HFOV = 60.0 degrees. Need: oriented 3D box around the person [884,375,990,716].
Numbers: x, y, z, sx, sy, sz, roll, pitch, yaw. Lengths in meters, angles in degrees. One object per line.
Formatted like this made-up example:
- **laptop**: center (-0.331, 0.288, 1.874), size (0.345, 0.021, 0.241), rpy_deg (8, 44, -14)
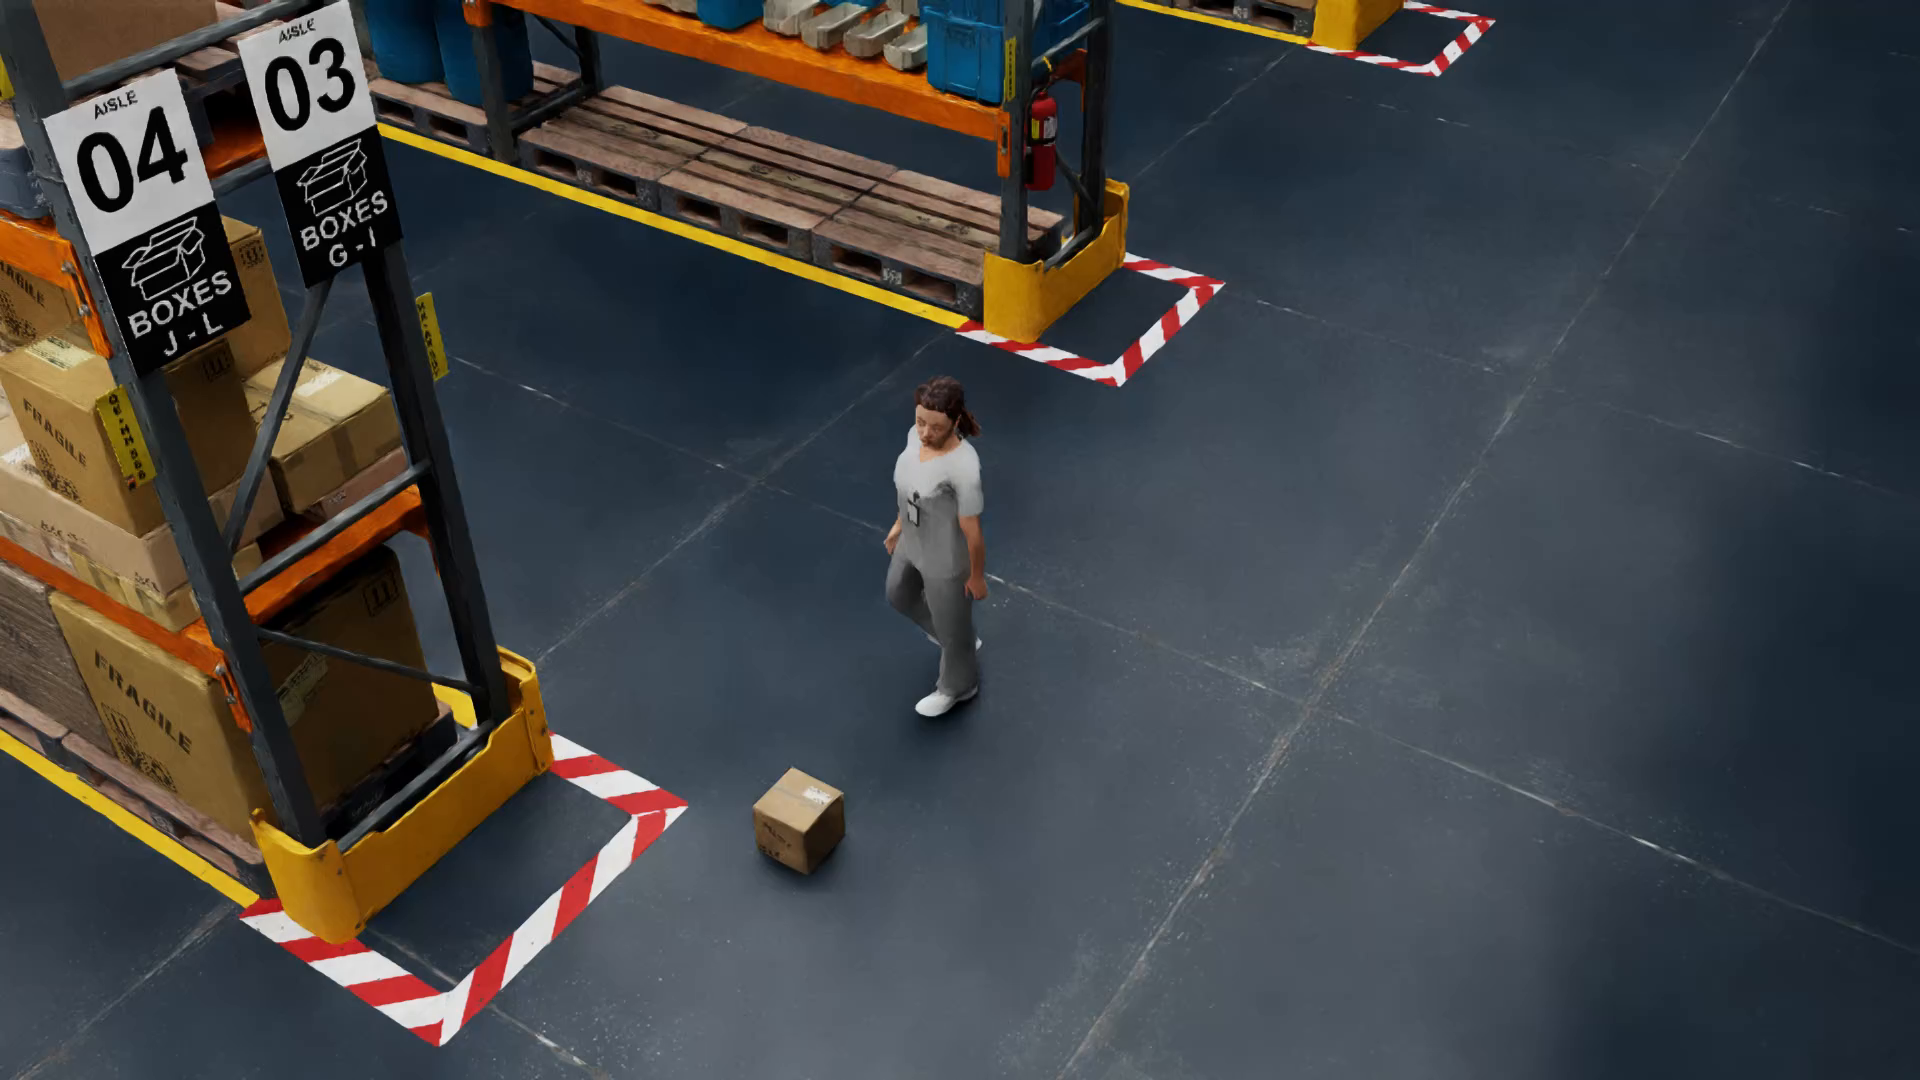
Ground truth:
- **person**: center (-0.069, -0.005, 6.660), size (0.436, 1.667, 0.633), rpy_deg (-18, 42, -21)
